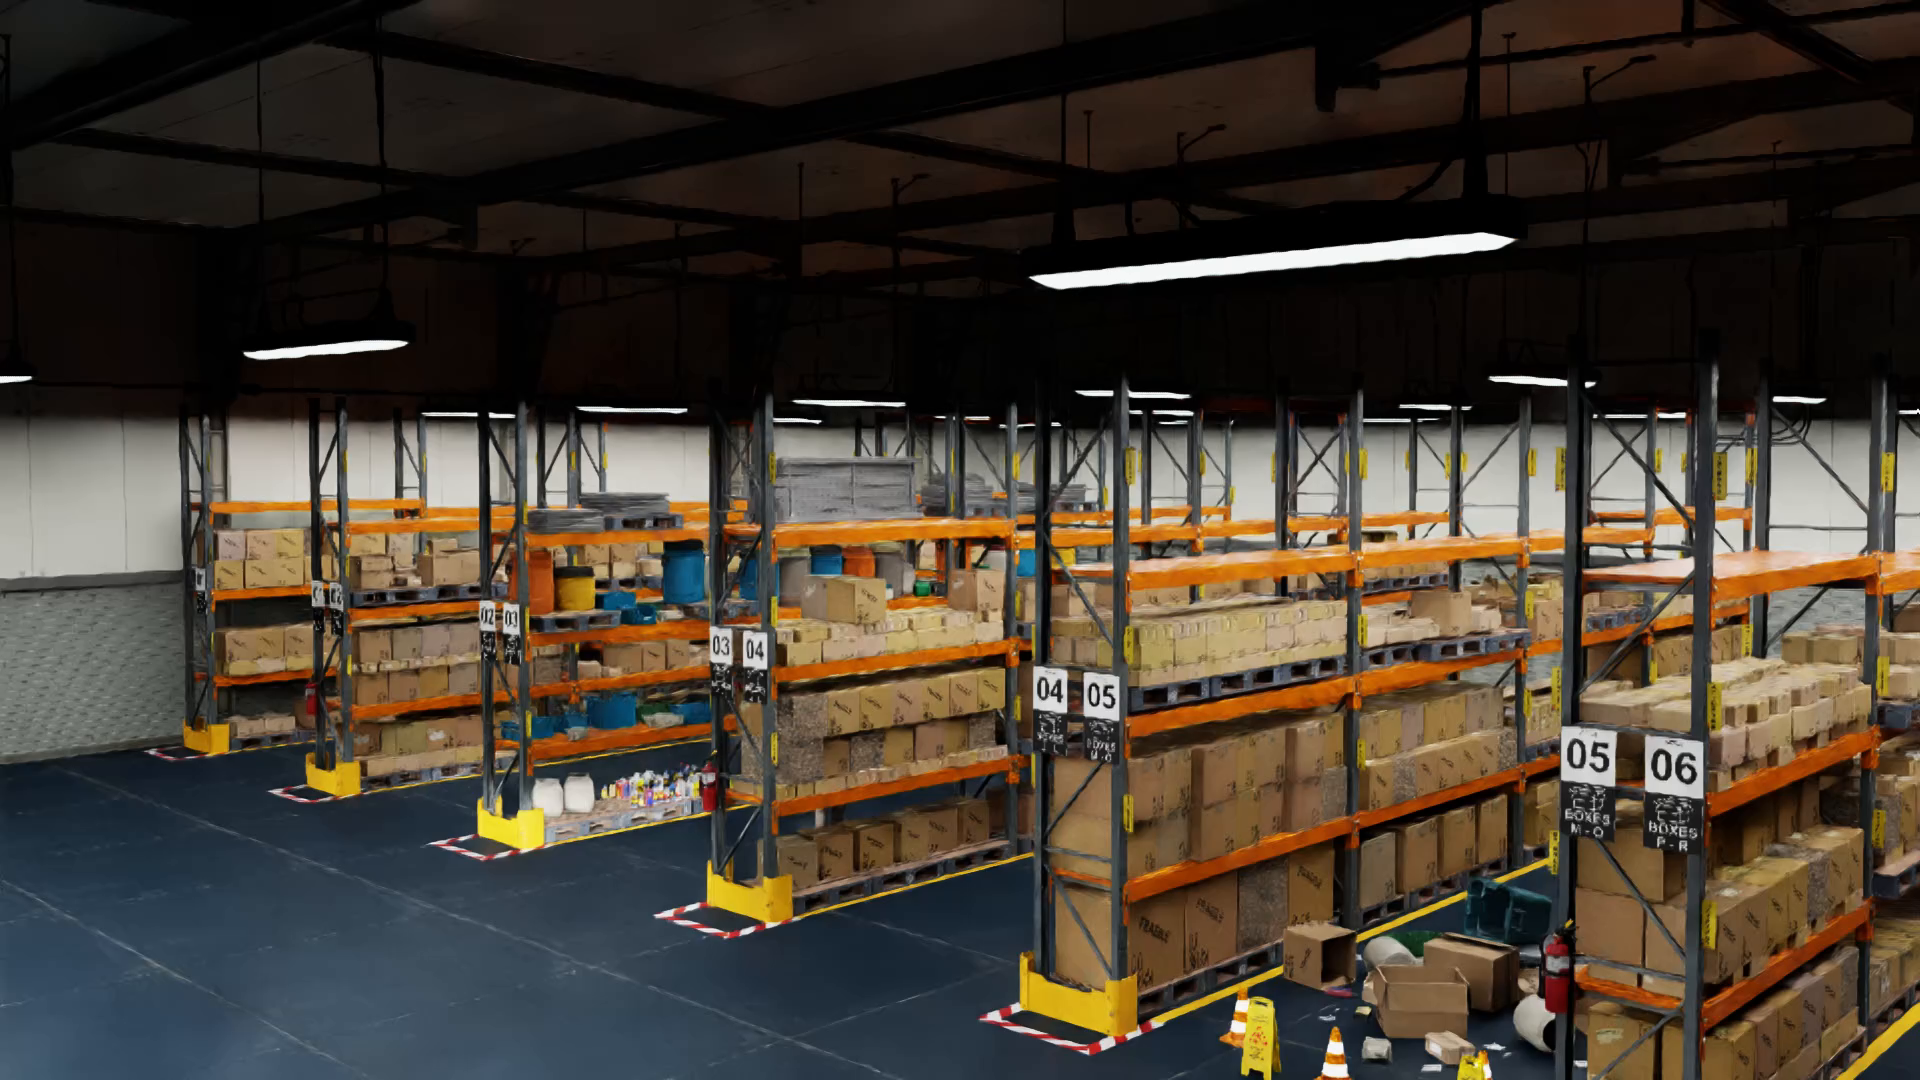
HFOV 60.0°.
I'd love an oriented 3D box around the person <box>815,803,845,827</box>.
[{"bbox_3d":[-1.692,3.156,21.545,0.623,1.726,0.555,-1,3,-18],"label":"person"}]
